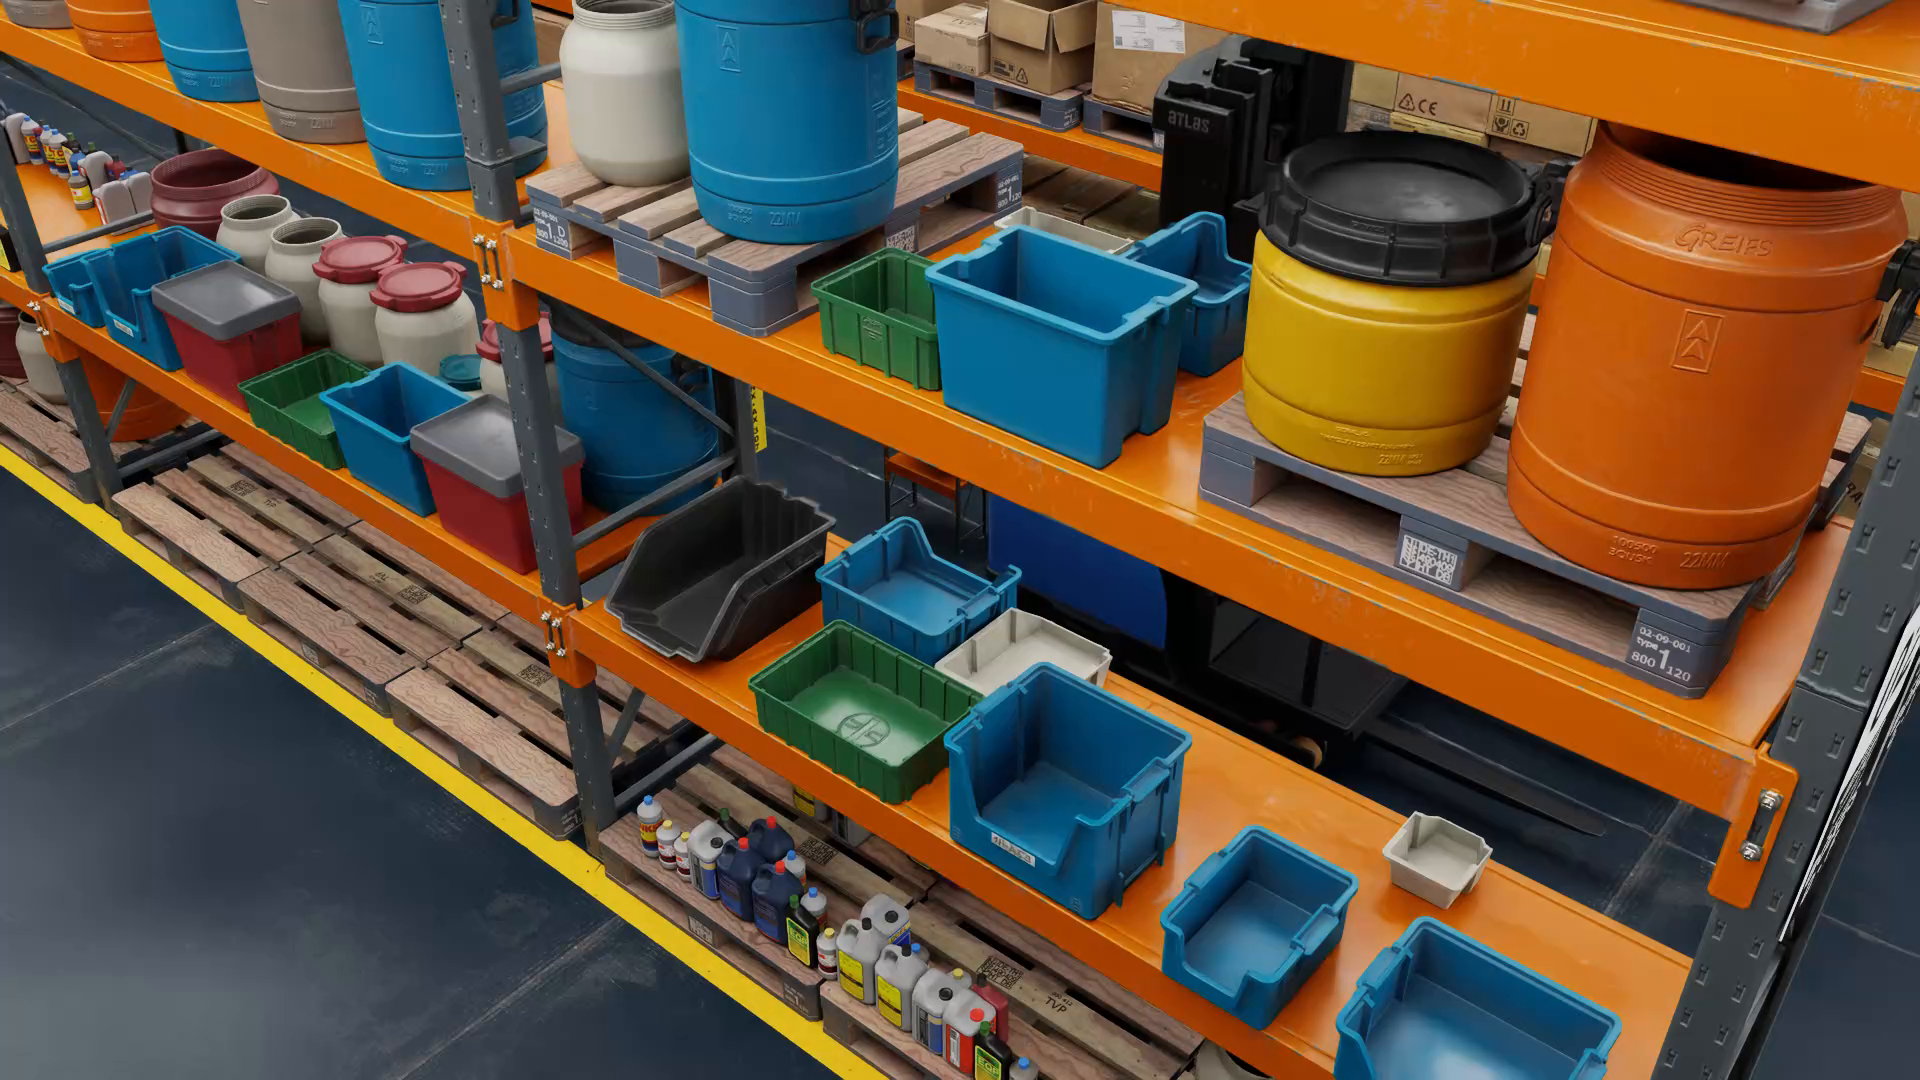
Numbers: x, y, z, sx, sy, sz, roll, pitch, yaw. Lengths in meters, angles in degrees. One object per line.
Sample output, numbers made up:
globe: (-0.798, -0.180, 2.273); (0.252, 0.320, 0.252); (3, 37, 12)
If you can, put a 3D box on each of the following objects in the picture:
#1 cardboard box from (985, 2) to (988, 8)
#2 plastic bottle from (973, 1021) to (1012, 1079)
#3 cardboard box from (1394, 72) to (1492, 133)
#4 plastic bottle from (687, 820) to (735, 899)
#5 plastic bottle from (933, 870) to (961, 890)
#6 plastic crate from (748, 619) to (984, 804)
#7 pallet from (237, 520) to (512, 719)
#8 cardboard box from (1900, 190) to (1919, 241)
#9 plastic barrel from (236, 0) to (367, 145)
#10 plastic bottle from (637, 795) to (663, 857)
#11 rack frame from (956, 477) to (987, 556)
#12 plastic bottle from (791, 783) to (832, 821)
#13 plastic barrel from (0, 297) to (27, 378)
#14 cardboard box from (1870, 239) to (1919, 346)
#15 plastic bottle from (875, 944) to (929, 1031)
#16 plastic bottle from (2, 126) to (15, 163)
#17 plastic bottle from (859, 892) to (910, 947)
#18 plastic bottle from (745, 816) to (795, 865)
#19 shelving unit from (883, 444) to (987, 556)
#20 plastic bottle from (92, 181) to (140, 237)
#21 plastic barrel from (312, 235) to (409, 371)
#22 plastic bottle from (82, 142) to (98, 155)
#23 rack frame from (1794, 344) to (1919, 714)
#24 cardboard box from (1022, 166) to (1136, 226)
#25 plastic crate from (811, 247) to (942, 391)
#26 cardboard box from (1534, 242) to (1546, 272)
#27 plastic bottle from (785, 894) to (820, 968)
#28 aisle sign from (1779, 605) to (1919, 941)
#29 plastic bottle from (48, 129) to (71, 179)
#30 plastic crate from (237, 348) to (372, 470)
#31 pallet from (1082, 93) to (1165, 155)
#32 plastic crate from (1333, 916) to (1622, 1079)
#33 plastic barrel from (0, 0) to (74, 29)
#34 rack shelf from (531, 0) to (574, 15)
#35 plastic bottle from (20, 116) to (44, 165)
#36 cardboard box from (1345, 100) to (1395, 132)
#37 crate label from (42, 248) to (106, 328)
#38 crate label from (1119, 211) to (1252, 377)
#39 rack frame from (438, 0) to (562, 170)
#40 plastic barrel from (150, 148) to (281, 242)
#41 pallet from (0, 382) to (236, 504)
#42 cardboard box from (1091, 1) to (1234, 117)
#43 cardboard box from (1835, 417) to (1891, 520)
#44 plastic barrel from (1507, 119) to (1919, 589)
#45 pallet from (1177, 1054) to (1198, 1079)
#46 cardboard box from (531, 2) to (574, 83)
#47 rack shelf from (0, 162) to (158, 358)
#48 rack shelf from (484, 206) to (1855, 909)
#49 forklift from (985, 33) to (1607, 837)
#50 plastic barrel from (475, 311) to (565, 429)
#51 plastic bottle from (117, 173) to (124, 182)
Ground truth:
cardboard box: (0.378, -3.374, 10.762); (0.258, 0.266, 0.396); (24, 41, 31)
plastic bottle: (0.110, 1.739, 5.579); (0.133, 0.283, 0.061); (26, 42, 33)
cardboard box: (2.566, -2.416, 8.385); (0.500, 0.500, 0.500); (25, 42, 32)
plastic bottle: (-0.941, 1.213, 6.351); (0.135, 0.276, 0.152); (27, 43, 33)
plastic bottle: (-0.041, 1.200, 6.363); (0.133, 0.283, 0.061); (25, 42, 32)
plastic crate: (-0.308, 0.562, 5.469); (0.662, 0.188, 0.450); (25, 42, 32)
pallet: (-2.741, 0.301, 8.126); (1.213, 0.211, 1.003); (25, 42, 32)
cardboard box: (4.103, -1.692, 7.330); (0.500, 0.500, 0.500); (25, 42, 32)
plastic barrel: (-2.203, -1.909, 5.788); (0.600, 0.901, 0.600); (0, 34, 0)
plastic bottle: (-1.207, 1.110, 6.506); (0.097, 0.271, 0.097); (0, 34, 0)
rack frame: (0.060, -0.466, 8.369); (0.015, 1.200, 0.240); (25, 42, 32)
plastic bottle: (-0.584, 0.942, 6.681); (0.185, 0.351, 0.144); (25, 42, 32)
plastic barrel: (-5.500, -1.346, 9.820); (0.708, 0.588, 0.600); (25, 42, 32)
cardboard box: (4.206, -1.349, 7.714); (0.500, 0.500, 0.875); (25, 42, 32)
plastic bottle: (-0.202, 1.534, 5.818); (0.185, 0.351, 0.144); (27, 43, 34)
plastic bottle: (-5.551, -2.312, 9.511); (0.185, 0.351, 0.144); (25, 42, 32)
plastic bottle: (-0.269, 1.424, 6.045); (0.135, 0.276, 0.152); (25, 42, 32)
plastic bottle: (-0.724, 1.181, 6.332); (0.185, 0.351, 0.144); (25, 42, 32)
shelving unit: (-0.127, -0.555, 8.498); (0.503, 1.200, 0.258); (25, 42, 32)
plastic bottle: (-4.468, -1.768, 8.785); (0.135, 0.276, 0.152); (25, 42, 32)
plastic barrel: (-2.662, -1.060, 7.524); (0.433, 0.535, 0.433); (0, 34, 0)
plastic bottle: (-4.800, -2.074, 9.223); (0.133, 0.283, 0.061); (25, 42, 32)
rack frame: (1.903, -1.164, 2.496); (0.127, 3.000, 1.000); (25, 42, 32)
cardboard box: (0.755, -2.061, 10.920); (0.500, 0.500, 0.700); (21, 40, 28)
plastic crate: (-0.133, -0.599, 4.510); (0.450, 0.188, 0.336); (25, 42, 32)
cardboard box: (2.947, -1.540, 8.565); (0.250, 0.149, 0.380); (25, 42, 32)
plastic bottle: (-0.571, 1.418, 6.046); (0.133, 0.283, 0.061); (27, 43, 34)
aisle sign: (1.768, 0.393, 3.232); (0.004, 0.787, 0.394); (25, 42, 32)
plastic bottle: (-5.078, -2.186, 9.397); (0.097, 0.271, 0.097); (0, 34, 0)
plastic crate: (-2.690, -0.560, 7.103); (0.662, 0.188, 0.450); (25, 42, 32)
pallet: (1.504, -2.555, 9.991); (1.213, 0.211, 1.003); (25, 42, 32)
plastic crate: (1.327, 1.319, 4.310); (0.616, 0.251, 0.499); (25, 42, 32)
plastic barrel: (-3.753, -2.640, 6.852); (0.600, 0.901, 0.600); (0, 34, 0)
rack shelf: (-2.613, -4.171, 12.810); (4.000, 0.370, 1.077); (25, 42, 32)
plastic bottle: (-5.330, -2.305, 9.570); (0.097, 0.271, 0.097); (0, 34, 0)
cardboard box: (2.304, -2.268, 9.052); (0.500, 0.500, 0.875); (25, 42, 32)
crate label: (-4.161, -1.204, 8.001); (0.416, 0.233, 0.303); (25, 42, 32)
crate label: (0.676, -0.688, 4.583); (0.408, 0.251, 0.502); (25, 42, 32)
rack frame: (-1.171, -2.613, 4.605); (0.127, 3.000, 1.000); (25, 42, 32)
plastic barrel: (-3.695, -1.608, 8.322); (0.708, 0.536, 0.600); (25, 42, 32)
pallet: (-4.878, -0.706, 9.592); (1.213, 0.211, 1.003); (25, 42, 32)
cardboard box: (1.477, -3.064, 9.660); (1.000, 1.000, 1.000); (26, 42, 32)
cardboard box: (4.603, -0.222, 8.260); (0.500, 0.500, 0.500); (-25, 42, -32)
plastic barrel: (1.448, -0.398, 3.280); (0.708, 0.830, 0.600); (25, 42, 32)
pallet: (1.194, 2.155, 5.425); (1.213, 0.211, 1.003); (25, 42, 32)
cardboard box: (-2.958, -3.943, 13.348); (0.875, 0.875, 1.225); (24, 41, 30)
rack shelf: (-5.782, -2.016, 9.672); (4.000, 0.370, 1.077); (25, 42, 32)
rack shelf: (0.366, -0.355, 4.603); (4.000, 0.370, 1.077); (25, 42, 32)
forklift: (1.587, -0.524, 6.925); (3.031, 2.935, 1.130); (24, 41, 31)
plastic barrel: (-1.766, -0.638, 6.909); (0.433, 0.535, 0.433); (0, 34, 0)
plastic bottle: (-4.517, -1.893, 9.032); (0.097, 0.201, 0.097); (0, 34, 0)
